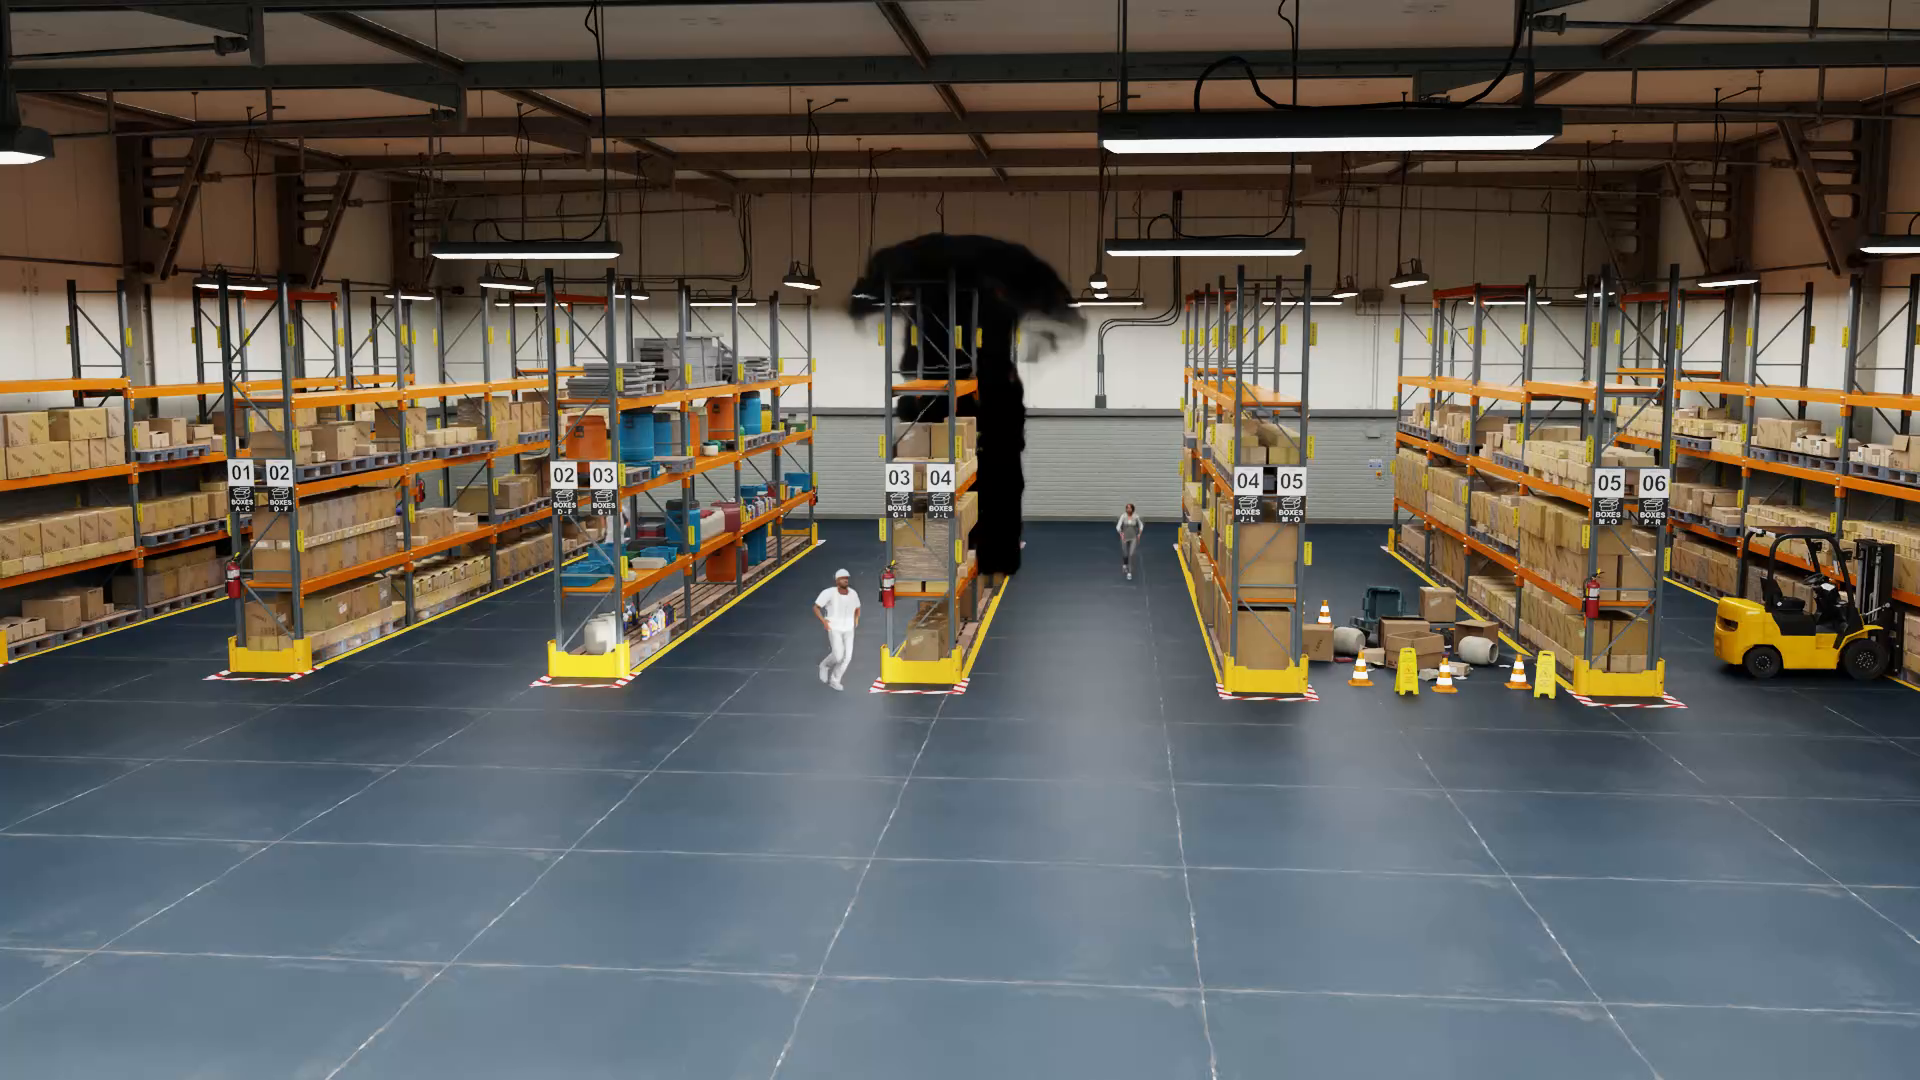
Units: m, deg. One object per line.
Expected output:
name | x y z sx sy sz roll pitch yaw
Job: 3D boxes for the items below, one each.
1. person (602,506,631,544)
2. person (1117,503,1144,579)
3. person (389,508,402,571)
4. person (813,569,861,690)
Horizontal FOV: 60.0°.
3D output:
person | -7.244 -0.118 35.022 0.668 1.749 0.583 0 7 -1
person | 3.560 0.013 34.815 0.564 1.577 0.578 1 7 6
person | -12.088 -0.087 35.280 0.559 1.684 0.677 -1 7 -5
person | -1.713 1.270 23.798 0.735 1.719 0.549 -4 8 -31
